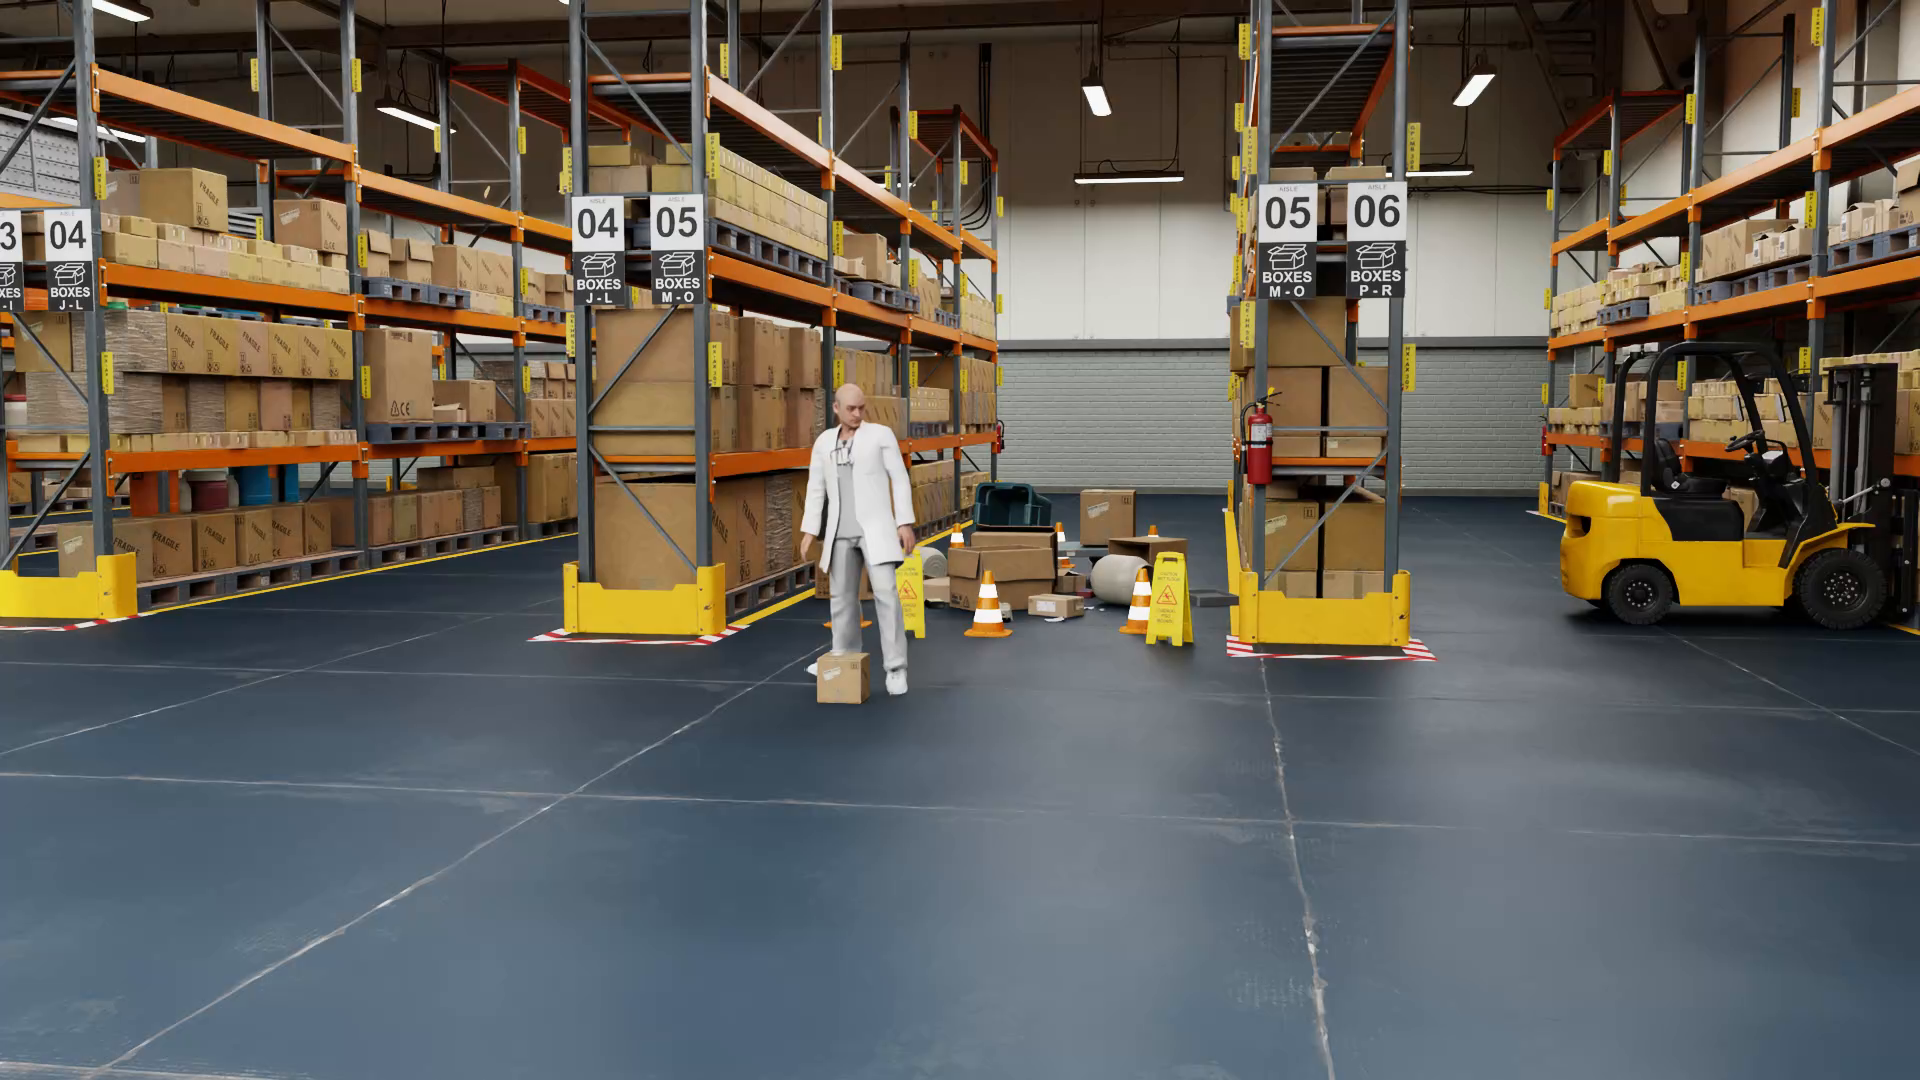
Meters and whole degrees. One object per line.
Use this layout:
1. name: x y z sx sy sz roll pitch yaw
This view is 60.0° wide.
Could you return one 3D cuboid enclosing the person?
1. person: -0.573 -0.024 9.848 0.773 1.798 0.531 2 5 27
